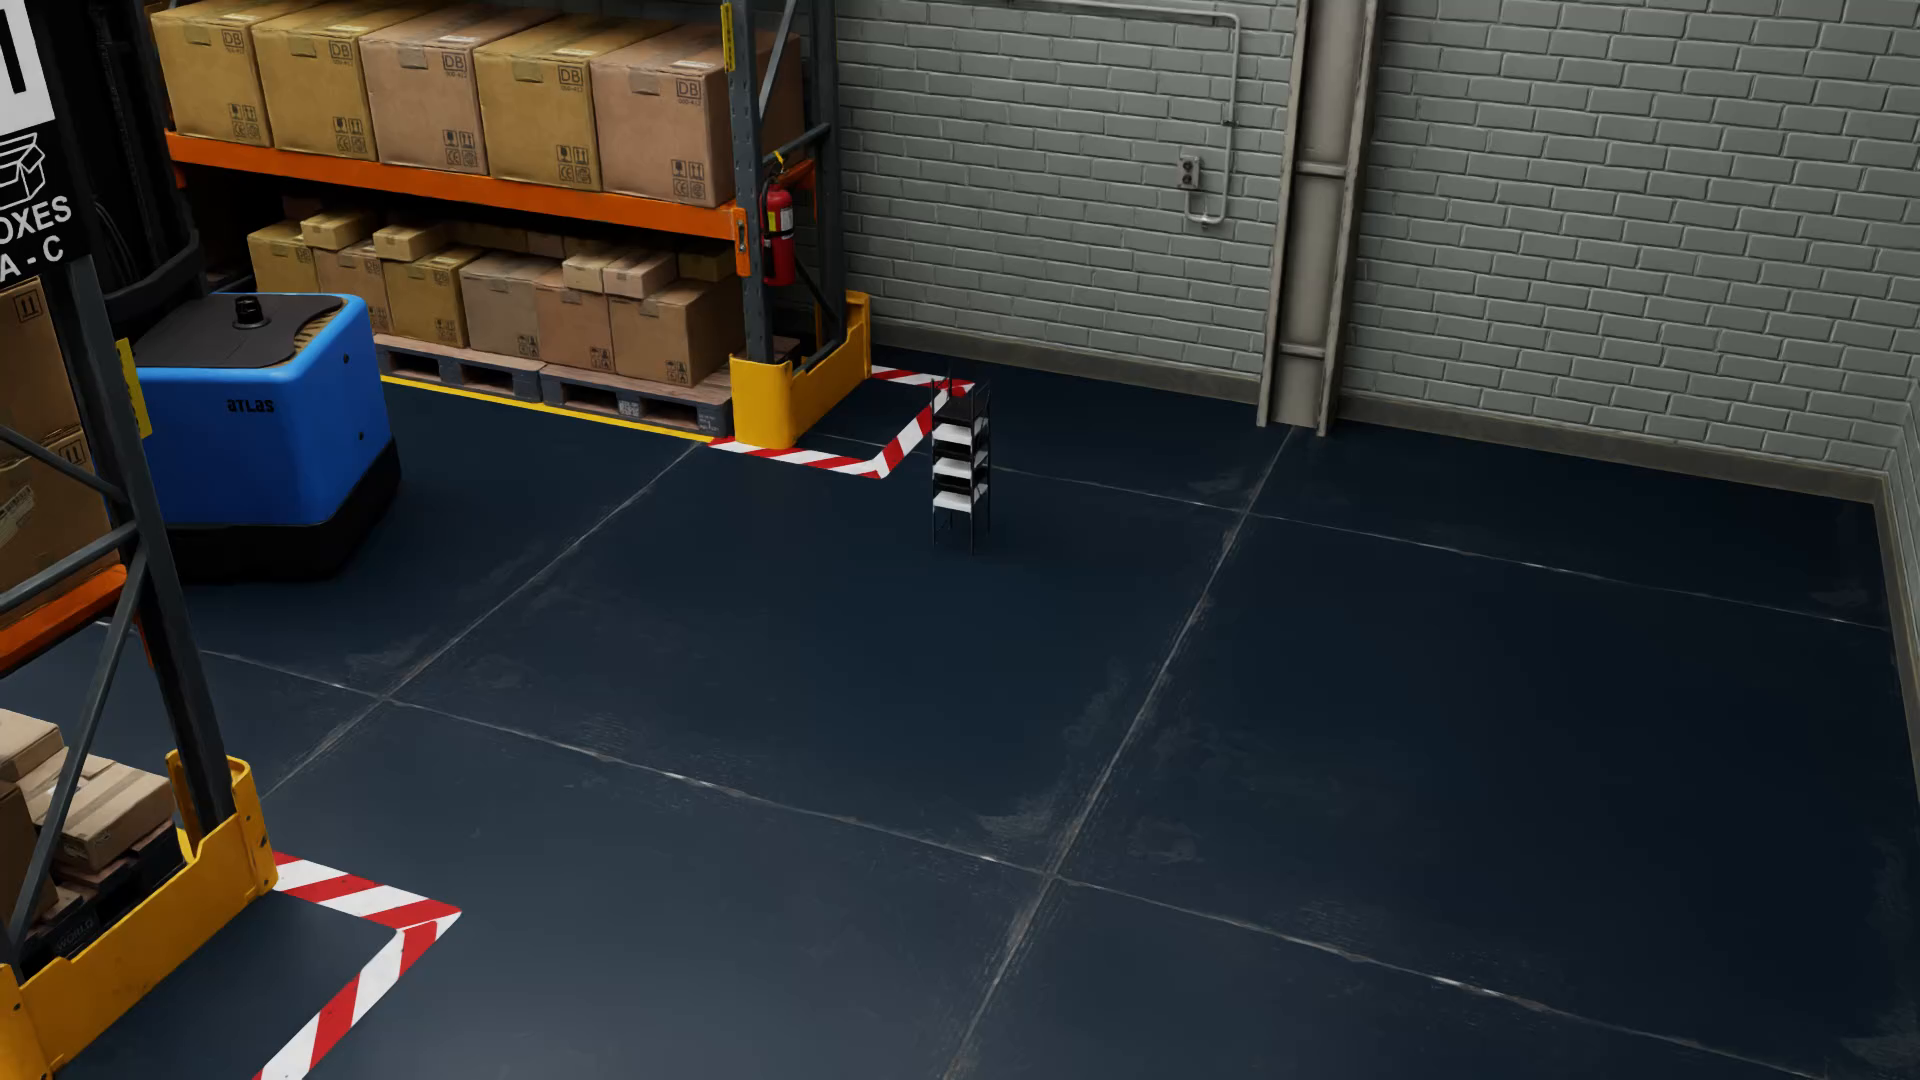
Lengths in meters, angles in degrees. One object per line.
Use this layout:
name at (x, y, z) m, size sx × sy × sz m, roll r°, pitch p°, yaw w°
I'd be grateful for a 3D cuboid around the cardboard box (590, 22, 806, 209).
cardboard box at (-1.390, -2.312, 8.987) m, size 0.700 × 0.700 × 0.980 m, roll 13°, pitch 32°, yaw 21°

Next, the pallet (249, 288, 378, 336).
pallet at (-3.945, -1.441, 10.586) m, size 1.213 × 0.211 × 1.003 m, roll 11°, pitch 31°, yaw 19°

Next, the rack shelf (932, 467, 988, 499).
rack shelf at (0.008, -0.283, 8.087) m, size 0.200 × 0.077 × 0.258 m, roll 11°, pitch 31°, yaw 19°

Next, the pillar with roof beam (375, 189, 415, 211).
pillar with roof beam at (-5.265, -3.745, 5.731) m, size 0.400 × 9.000 × 9.100 m, roll 11°, pitch 31°, yaw 19°

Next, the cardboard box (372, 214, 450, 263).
cardboard box at (-3.233, -1.781, 9.806) m, size 0.250 × 0.149 × 0.380 m, roll 10°, pitch 31°, yaw 18°

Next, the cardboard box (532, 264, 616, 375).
cardboard box at (-2.064, -1.363, 9.726) m, size 0.500 × 0.500 × 0.700 m, roll 11°, pitch 31°, yaw 19°

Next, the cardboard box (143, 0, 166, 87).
cardboard box at (-5.143, -2.984, 10.057) m, size 0.500 × 0.500 × 0.500 m, roll 11°, pitch 31°, yaw 18°

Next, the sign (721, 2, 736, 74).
sign at (-1.131, -2.454, 8.126) m, size 0.005 × 0.325 × 0.100 m, roll 11°, pitch 31°, yaw 19°

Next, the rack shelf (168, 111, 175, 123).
rack shelf at (-6.473, -2.889, 11.043) m, size 4.000 × 0.370 × 1.077 m, roll 11°, pitch 31°, yaw 19°

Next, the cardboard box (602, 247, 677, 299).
cardboard box at (-1.787, -1.493, 9.298) m, size 0.250 × 0.149 × 0.380 m, roll 11°, pitch 31°, yaw 19°

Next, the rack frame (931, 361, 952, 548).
rack frame at (-0.087, -0.409, 8.059) m, size 0.006 × 0.900 × 0.240 m, roll 11°, pitch 31°, yaw 19°

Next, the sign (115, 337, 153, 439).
sign at (-2.569, -0.457, 5.130) m, size 0.005 × 0.325 × 0.100 m, roll 11°, pitch 31°, yaw 19°

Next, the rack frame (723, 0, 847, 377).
rack frame at (-0.914, -2.092, 8.902) m, size 0.127 × 3.000 × 1.000 m, roll 11°, pitch 31°, yaw 19°

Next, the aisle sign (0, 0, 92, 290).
aisle sign at (-2.599, -1.085, 4.480) m, size 0.004 × 0.787 × 0.394 m, roll 11°, pitch 31°, yaw 19°

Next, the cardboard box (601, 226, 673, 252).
cardboard box at (-1.879, -1.714, 9.688) m, size 0.250 × 0.149 × 0.380 m, roll 11°, pitch 31°, yaw 19°

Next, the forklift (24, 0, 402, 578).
forklift at (-4.442, -1.351, 7.661) m, size 3.031 × 2.935 × 1.130 m, roll 1°, pitch 29°, yaw 2°

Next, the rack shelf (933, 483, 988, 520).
rack shelf at (0.008, -0.205, 8.131) m, size 0.200 × 0.077 × 0.258 m, roll 11°, pitch 31°, yaw 19°

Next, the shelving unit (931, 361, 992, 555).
shelving unit at (0.008, -0.390, 8.026) m, size 0.210 × 0.900 × 0.258 m, roll 11°, pitch 31°, yaw 19°

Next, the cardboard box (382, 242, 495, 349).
cardboard box at (-3.027, -1.551, 10.059) m, size 0.500 × 0.500 × 0.700 m, roll 12°, pitch 32°, yaw 20°

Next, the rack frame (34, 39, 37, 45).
rack frame at (-2.773, -2.444, 3.429) m, size 0.127 × 3.000 × 1.000 m, roll 11°, pitch 31°, yaw 19°

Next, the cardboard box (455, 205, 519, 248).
cardboard box at (-2.819, -1.901, 10.020) m, size 0.250 × 0.149 × 0.380 m, roll 11°, pitch 31°, yaw 18°

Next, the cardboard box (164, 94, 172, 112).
cardboard box at (-5.040, -2.665, 10.151) m, size 0.250 × 0.149 × 0.380 m, roll 12°, pitch 31°, yaw 20°

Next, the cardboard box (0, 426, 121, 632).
cardboard box at (-3.085, -0.078, 5.238) m, size 0.500 × 0.500 × 0.500 m, roll 12°, pitch 32°, yaw 20°

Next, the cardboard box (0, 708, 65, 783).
cardboard box at (-3.633, 0.851, 6.044) m, size 0.500 × 0.250 × 0.500 m, roll 11°, pitch 31°, yaw 19°

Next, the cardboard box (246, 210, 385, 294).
cardboard box at (-3.966, -1.741, 10.396) m, size 0.500 × 0.500 × 0.700 m, roll 12°, pitch 32°, yaw 20°

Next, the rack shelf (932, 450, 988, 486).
rack shelf at (0.008, -0.361, 8.042) m, size 0.200 × 0.077 × 0.258 m, roll 11°, pitch 31°, yaw 19°

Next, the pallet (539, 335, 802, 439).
pallet at (-1.684, -0.990, 9.787) m, size 1.213 × 0.211 × 1.003 m, roll 11°, pitch 31°, yaw 19°

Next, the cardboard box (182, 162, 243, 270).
cardboard box at (-5.271, -2.140, 10.745) m, size 0.750 × 0.750 × 0.750 m, roll 12°, pitch 32°, yaw 20°

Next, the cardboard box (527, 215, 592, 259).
cardboard box at (-2.346, -1.807, 9.853) m, size 0.250 × 0.149 × 0.380 m, roll 12°, pitch 32°, yaw 20°

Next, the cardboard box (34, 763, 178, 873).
cardboard box at (-3.031, 0.983, 5.913) m, size 0.250 × 0.149 × 0.380 m, roll 11°, pitch 31°, yaw 19°

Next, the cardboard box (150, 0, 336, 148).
cardboard box at (-4.124, -2.855, 9.947) m, size 0.700 × 0.700 × 0.980 m, roll 12°, pitch 32°, yaw 20°

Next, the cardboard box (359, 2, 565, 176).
cardboard box at (-2.771, -2.587, 9.473) m, size 0.700 × 0.700 × 0.980 m, roll 10°, pitch 31°, yaw 17°

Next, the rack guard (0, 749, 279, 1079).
rack guard at (-2.843, 1.242, 5.545) m, size 0.348 × 0.500 × 1.175 m, roll 11°, pitch 31°, yaw 19°

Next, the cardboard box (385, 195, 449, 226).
cardboard box at (-3.292, -1.996, 10.187) m, size 0.250 × 0.149 × 0.380 m, roll 10°, pitch 31°, yaw 18°

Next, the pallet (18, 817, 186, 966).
pallet at (-3.582, 1.221, 5.876) m, size 1.213 × 0.211 × 1.003 m, roll 11°, pitch 31°, yaw 19°
